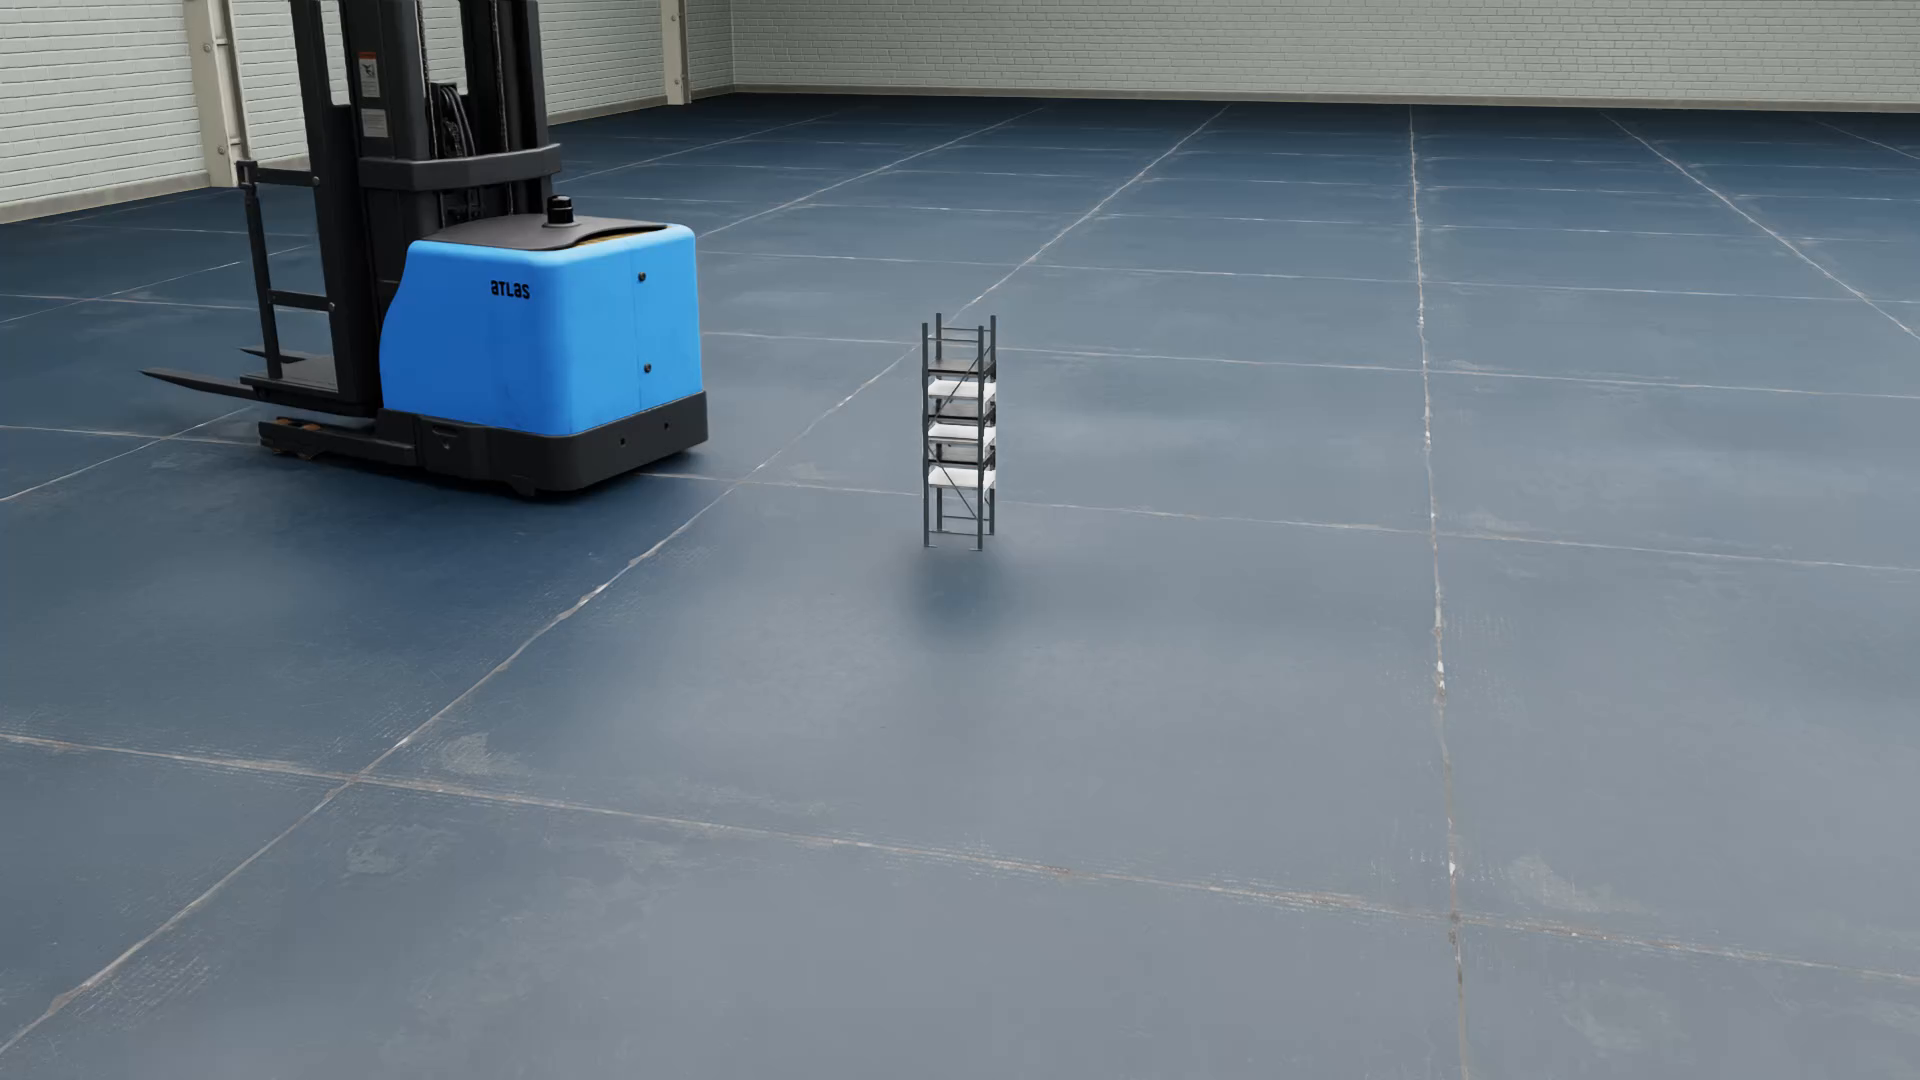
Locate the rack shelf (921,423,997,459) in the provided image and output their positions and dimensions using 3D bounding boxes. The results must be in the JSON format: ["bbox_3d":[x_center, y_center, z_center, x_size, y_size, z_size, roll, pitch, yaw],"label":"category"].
[{"bbox_3d":[-0.002,-0.392,6.545,0.258,0.077,0.200,5,19,13],"label":"rack shelf"}]

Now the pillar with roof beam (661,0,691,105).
[{"bbox_3d":[-0.710,-11.498,26.430,9.100,9.000,0.400,5,19,13],"label":"pillar with roof beam"}]

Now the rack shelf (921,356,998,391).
[{"bbox_3d":[-0.002,-0.647,6.458,0.258,0.077,0.200,5,19,13],"label":"rack shelf"}]

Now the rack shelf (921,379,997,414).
[{"bbox_3d":[-0.002,-0.562,6.487,0.258,0.077,0.200,5,19,13],"label":"rack shelf"}]

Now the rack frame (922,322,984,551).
[{"bbox_3d":[-0.027,-0.391,6.441,0.240,0.900,0.006,5,19,13],"label":"rack frame"}]

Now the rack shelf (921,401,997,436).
[{"bbox_3d":[-0.002,-0.477,6.516,0.258,0.077,0.200,5,19,13],"label":"rack shelf"}]

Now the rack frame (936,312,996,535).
[{"bbox_3d":[0.023,-0.455,6.628,0.240,0.900,0.006,5,19,13],"label":"rack frame"}]

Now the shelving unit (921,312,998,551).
[{"bbox_3d":[-0.002,-0.423,6.535,0.258,0.900,0.210,5,19,13],"label":"shelving unit"}]

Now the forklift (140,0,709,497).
[{"bbox_3d":[-2.729,-1.899,7.714,3.031,2.935,1.130,10,21,28],"label":"forklift"}]

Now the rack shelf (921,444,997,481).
[{"bbox_3d":[-0.002,-0.307,6.575,0.258,0.077,0.200,5,19,13],"label":"rack shelf"}]

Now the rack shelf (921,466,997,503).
[{"bbox_3d":[-0.002,-0.221,6.604,0.258,0.077,0.200,5,19,13],"label":"rack shelf"}]

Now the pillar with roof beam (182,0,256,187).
[{"bbox_3d":[-3.642,-7.737,15.418,9.100,9.000,0.400,5,19,13],"label":"pillar with roof beam"}]
